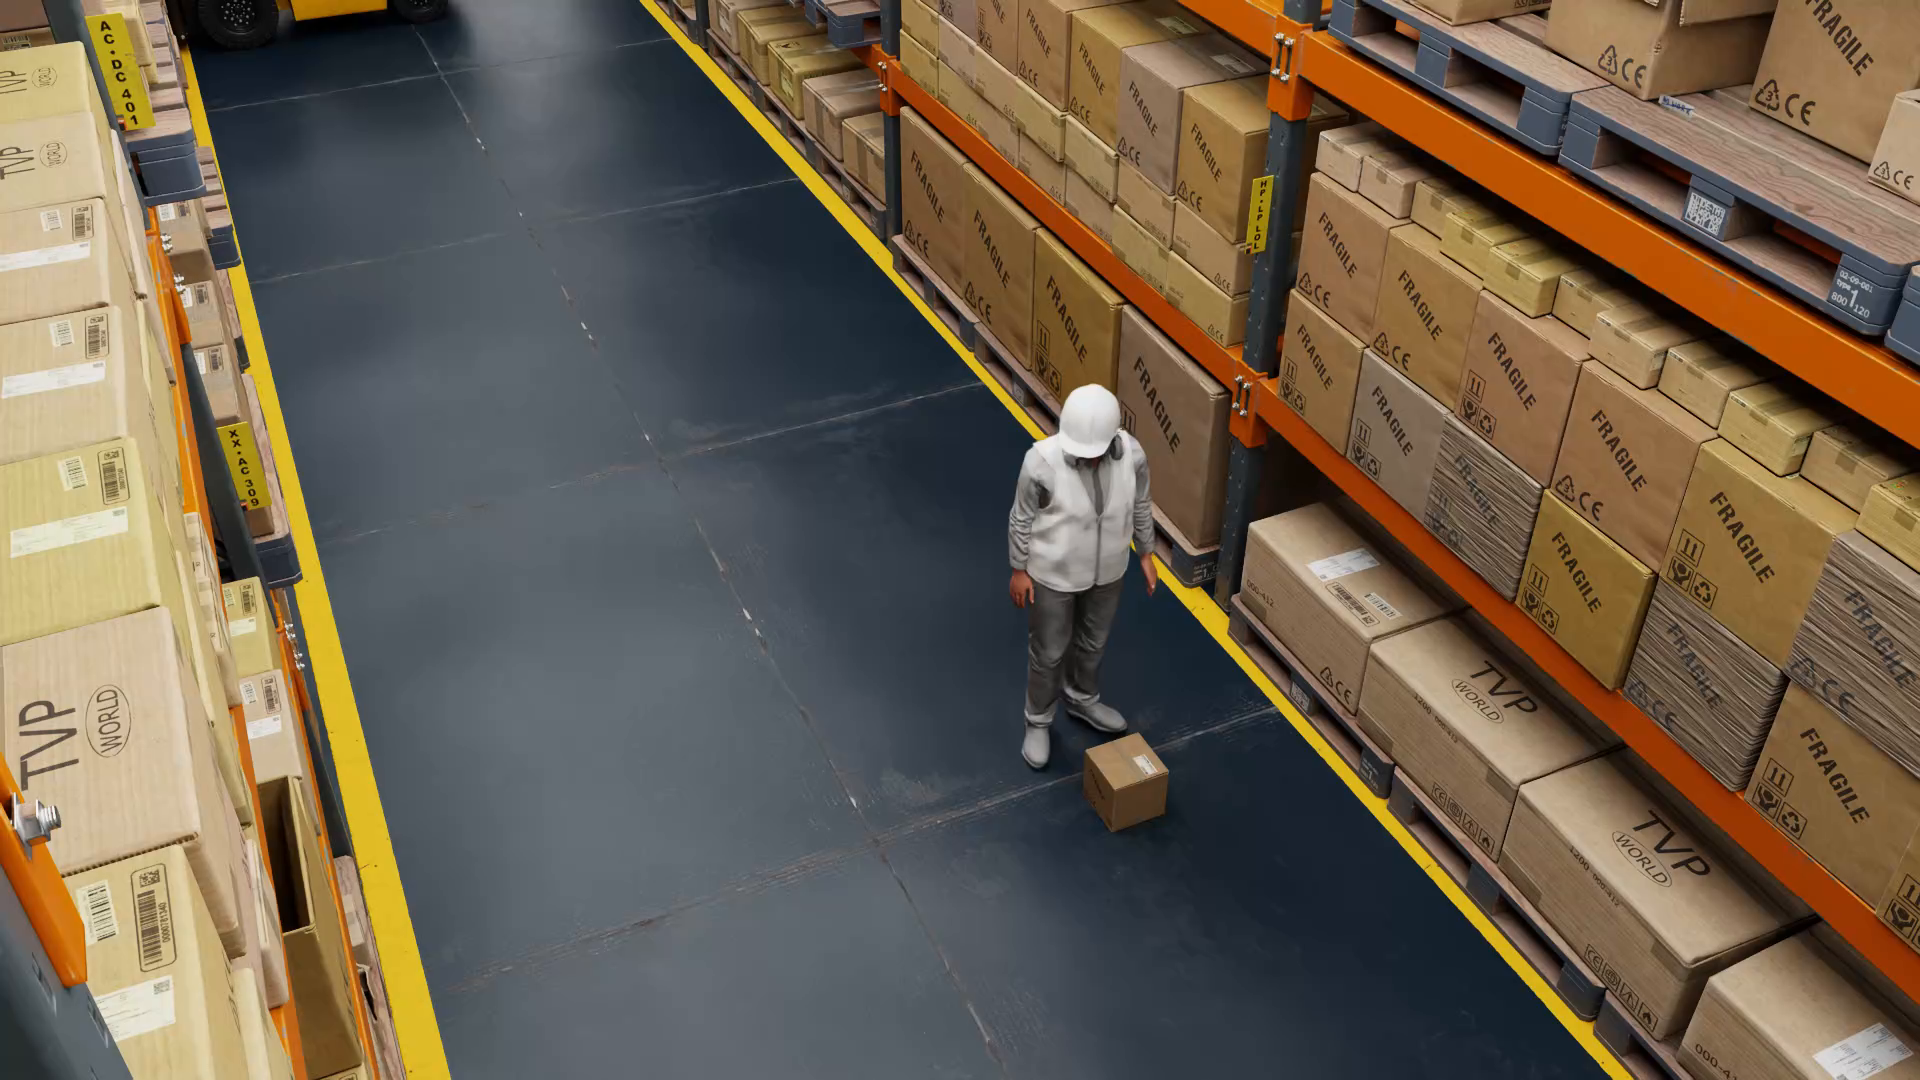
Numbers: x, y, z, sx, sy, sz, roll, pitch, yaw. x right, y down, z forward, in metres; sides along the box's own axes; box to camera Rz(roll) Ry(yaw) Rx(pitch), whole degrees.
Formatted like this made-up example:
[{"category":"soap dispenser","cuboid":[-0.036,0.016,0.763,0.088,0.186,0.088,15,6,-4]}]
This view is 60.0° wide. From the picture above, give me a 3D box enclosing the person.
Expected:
[{"category":"person","cuboid":[0.498,0.116,6.672,0.592,1.785,0.393,-15,40,-19]}]
